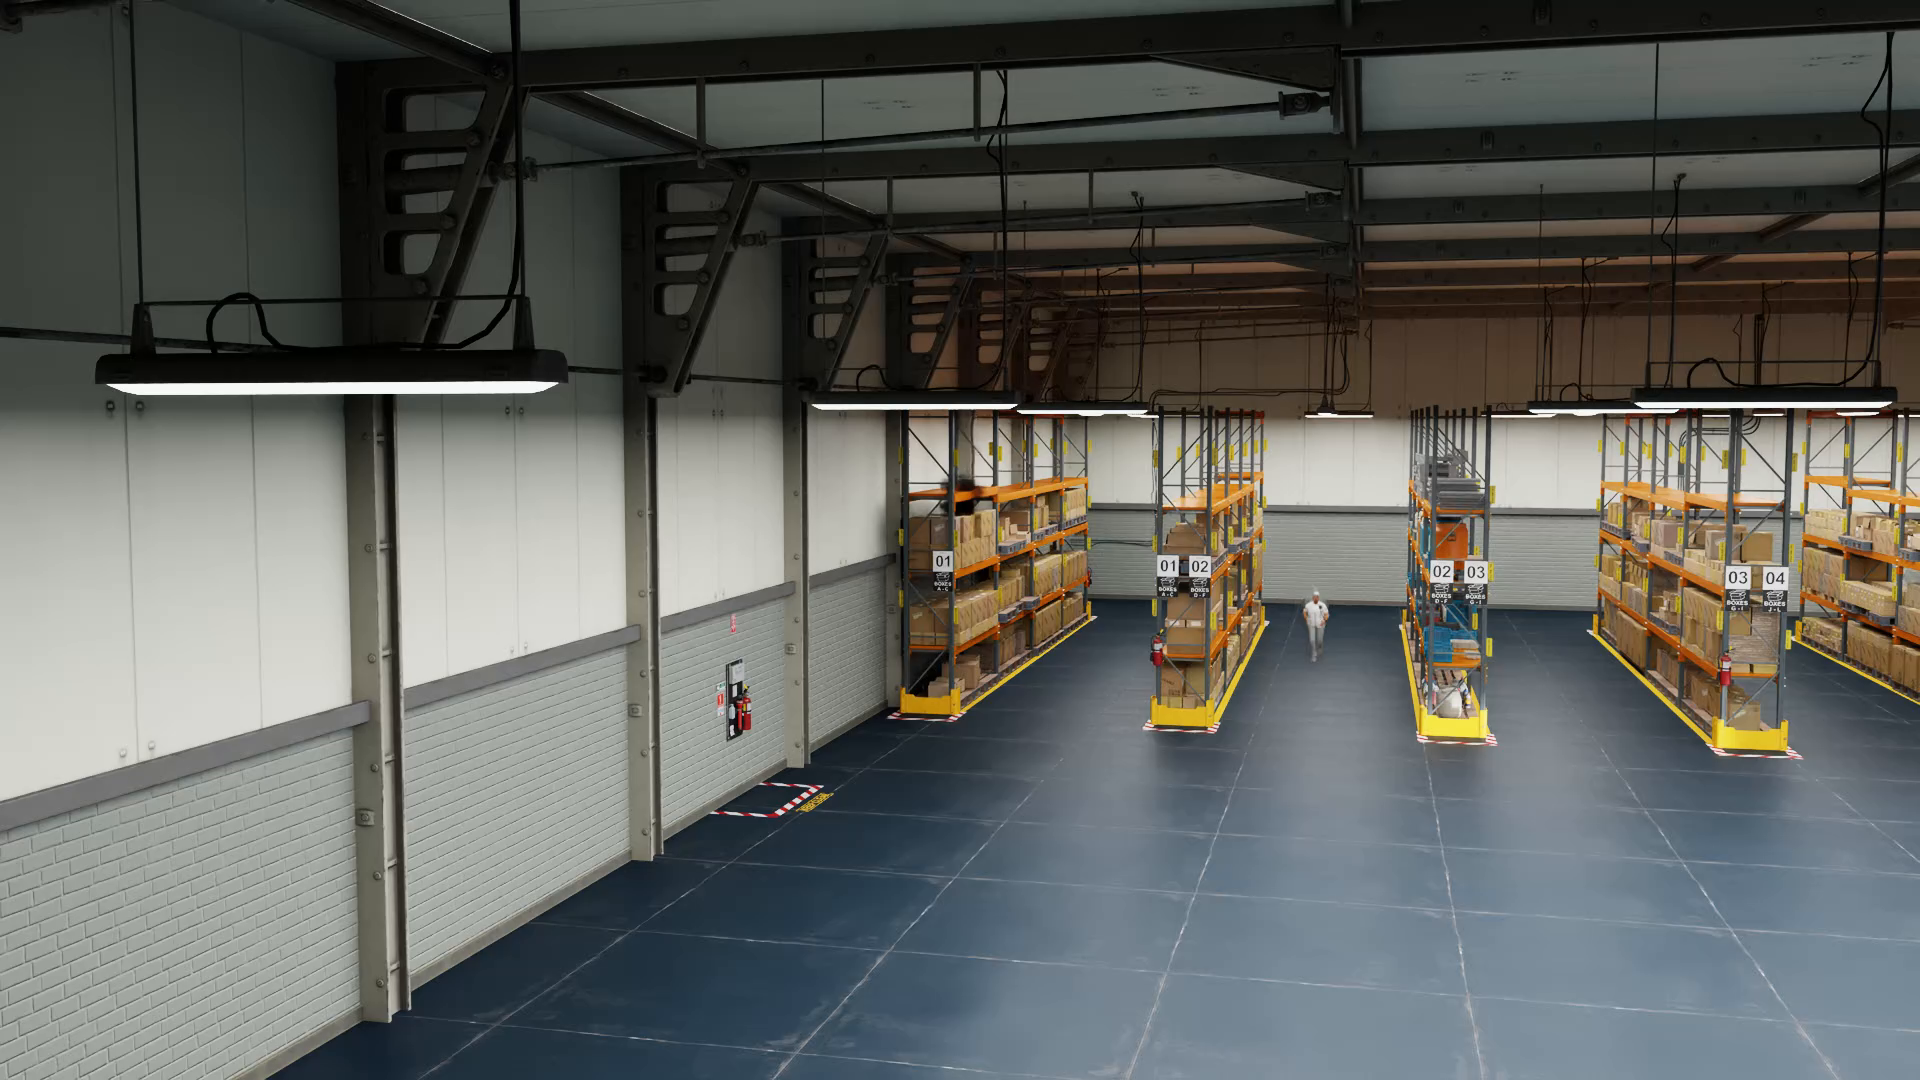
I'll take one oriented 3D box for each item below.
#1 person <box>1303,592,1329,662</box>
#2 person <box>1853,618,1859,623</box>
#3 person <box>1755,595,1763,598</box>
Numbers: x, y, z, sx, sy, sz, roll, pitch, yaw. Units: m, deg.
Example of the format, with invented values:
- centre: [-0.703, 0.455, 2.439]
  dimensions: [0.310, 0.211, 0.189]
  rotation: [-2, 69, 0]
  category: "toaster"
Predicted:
- centre: [8.522, 2.056, 39.821]
  dimensions: [0.618, 1.648, 0.719]
  rotation: [1, 4, 14]
  category: "person"
- centre: [23.943, 1.632, 44.222]
  dimensions: [0.973, 1.787, 0.680]
  rotation: [0, 4, -2]
  category: "person"
- centre: [20.386, 1.819, 42.678]
  dimensions: [0.596, 1.689, 0.860]
  rotation: [1, 4, 16]
  category: "person"
